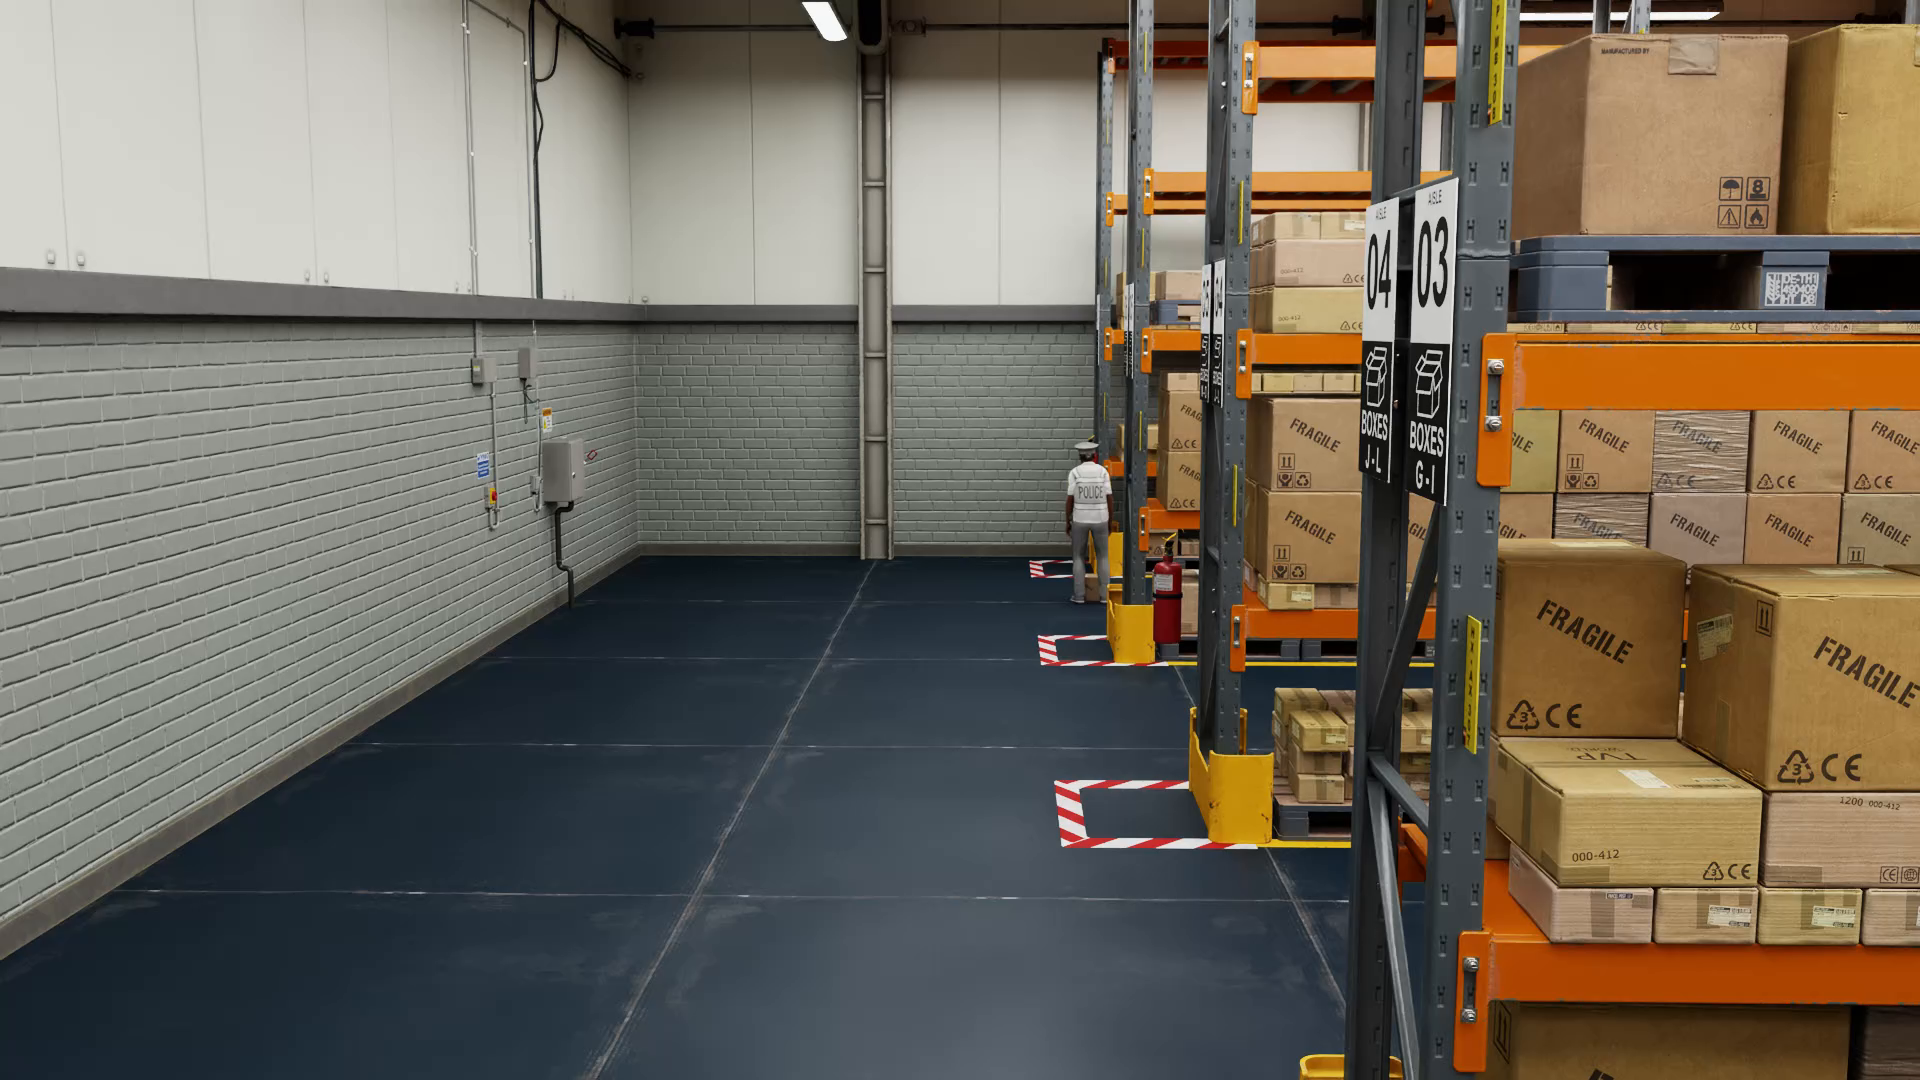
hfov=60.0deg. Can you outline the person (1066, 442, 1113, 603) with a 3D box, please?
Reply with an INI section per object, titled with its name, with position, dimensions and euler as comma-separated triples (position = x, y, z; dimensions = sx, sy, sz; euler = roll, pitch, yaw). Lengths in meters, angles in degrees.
[person]
position = 1.341, -0.172, 17.116
dimensions = 0.523, 1.658, 0.395
euler = 0, 7, -2
